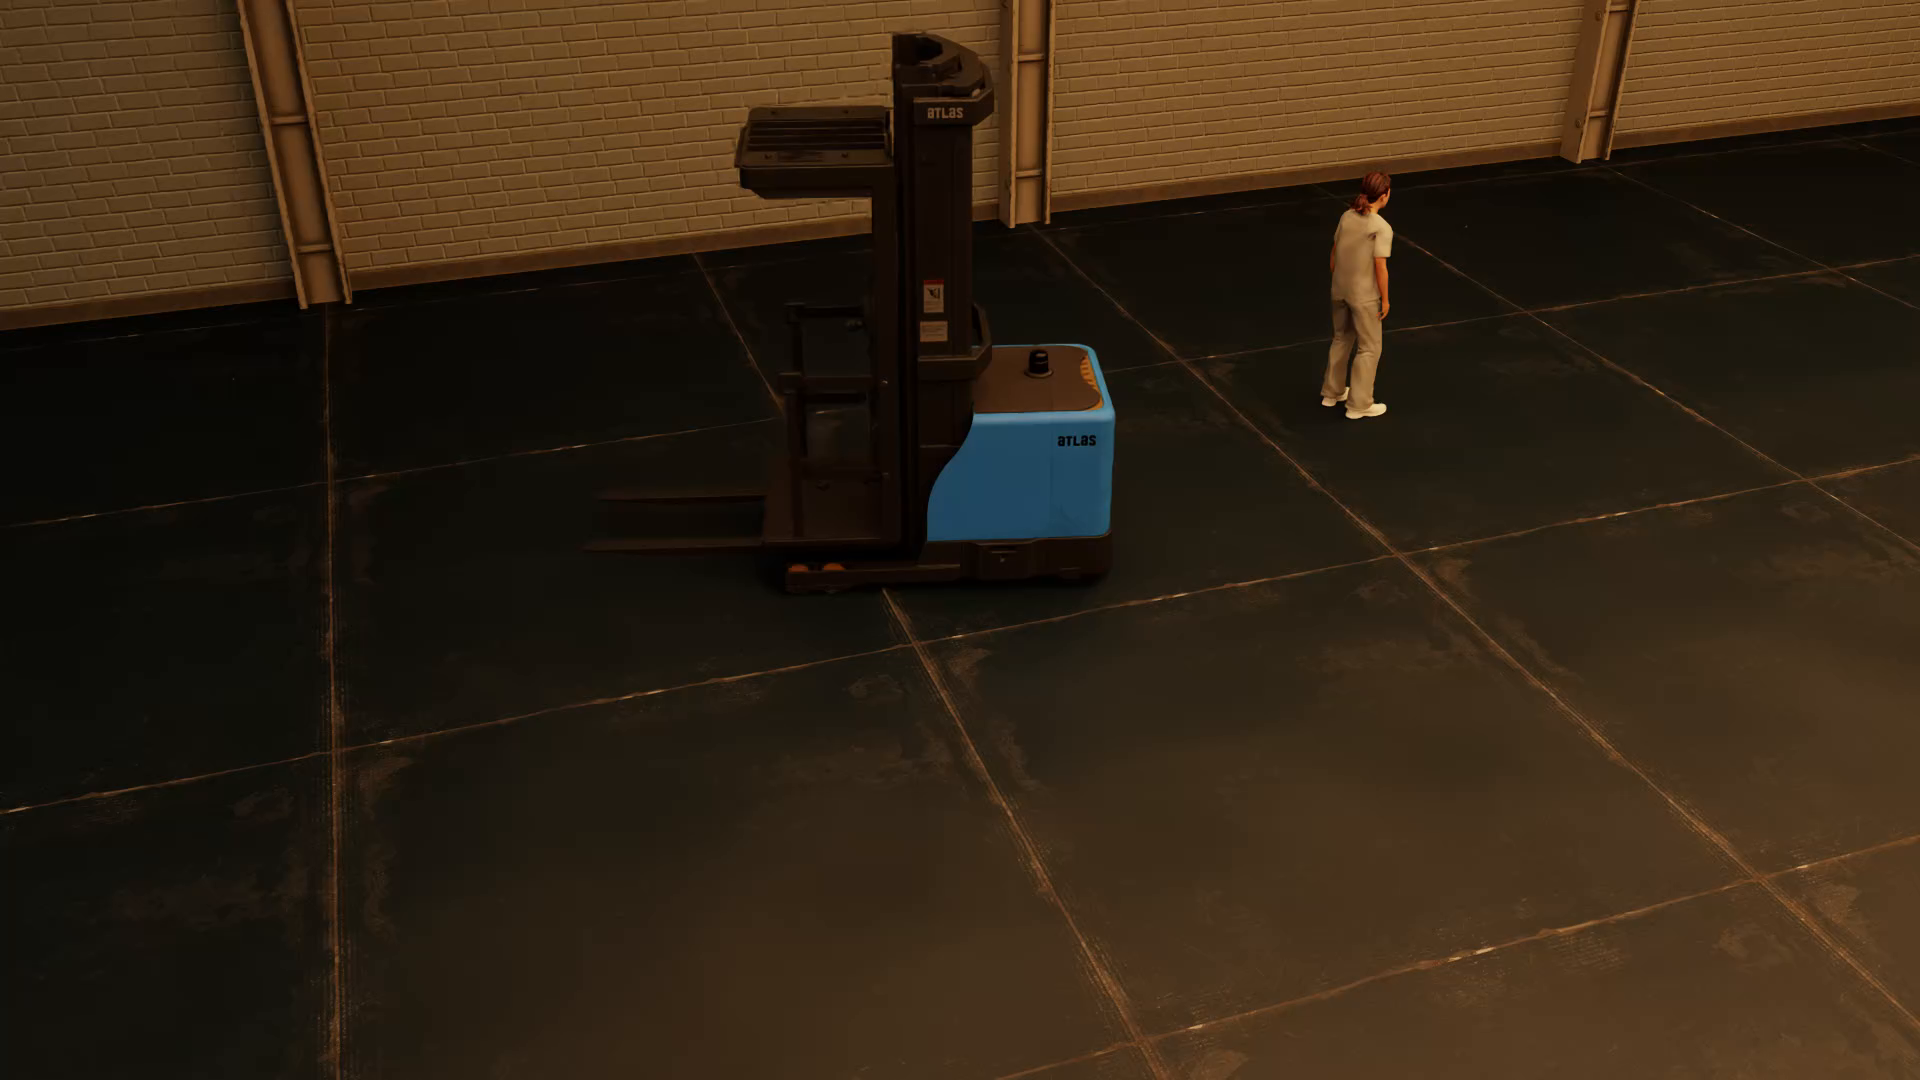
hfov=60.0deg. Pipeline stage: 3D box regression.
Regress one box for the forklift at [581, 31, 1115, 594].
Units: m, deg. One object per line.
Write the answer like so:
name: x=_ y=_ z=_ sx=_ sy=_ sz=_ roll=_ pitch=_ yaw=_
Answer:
forklift: x=-0.670 y=-1.234 z=9.232 sx=3.031 sy=2.935 sz=1.130 roll=-2 pitch=30 yaw=-3

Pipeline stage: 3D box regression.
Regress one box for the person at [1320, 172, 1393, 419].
person: x=2.697 y=-1.655 z=11.228 sx=0.363 sy=1.672 sz=0.489 roll=-19 pitch=35 yaw=-30
